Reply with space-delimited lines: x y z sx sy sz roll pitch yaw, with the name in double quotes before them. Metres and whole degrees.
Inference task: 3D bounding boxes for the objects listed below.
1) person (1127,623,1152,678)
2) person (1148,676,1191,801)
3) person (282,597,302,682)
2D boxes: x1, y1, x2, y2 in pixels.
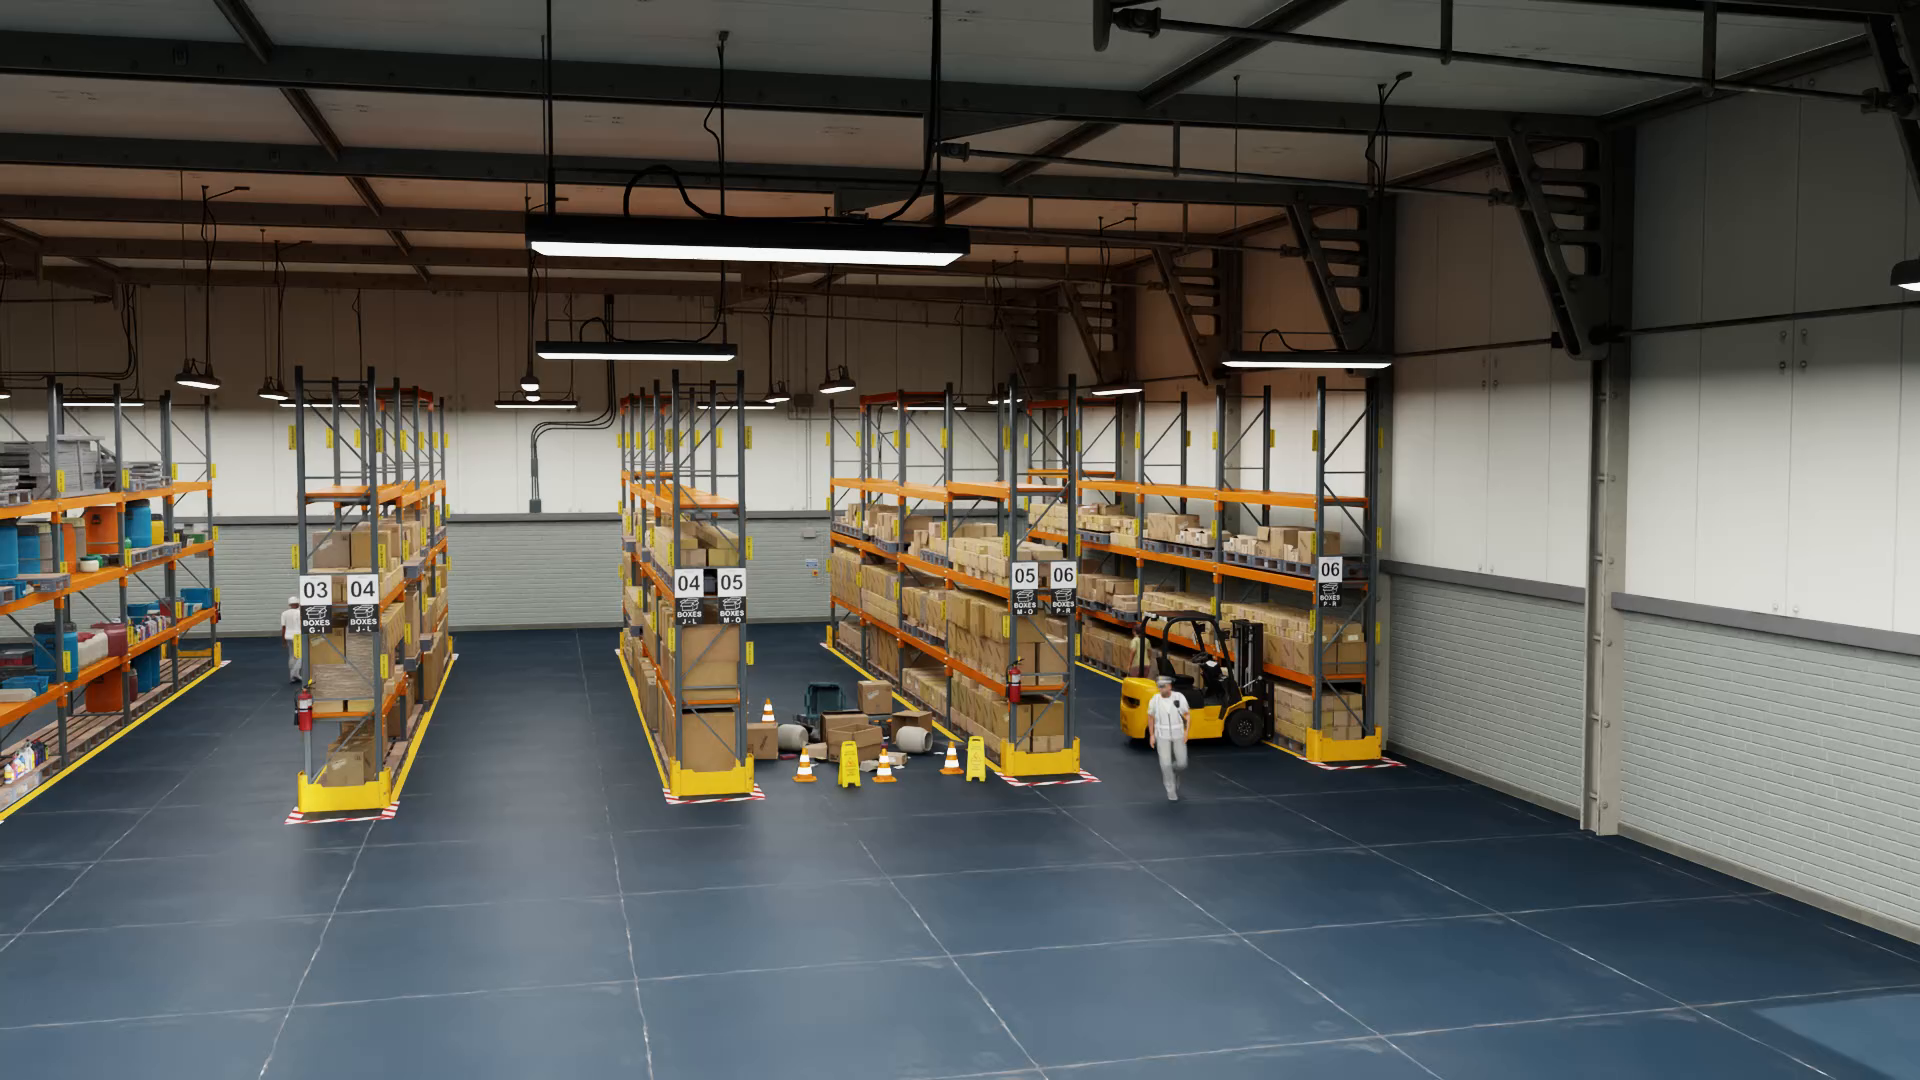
"person" 3.373 2.368 30.695 0.525 1.623 0.610 -2 4 -34
"person" 2.944 2.750 23.363 0.594 1.736 0.623 0 3 2
"person" -13.837 2.064 34.552 0.607 1.769 0.498 1 4 22
